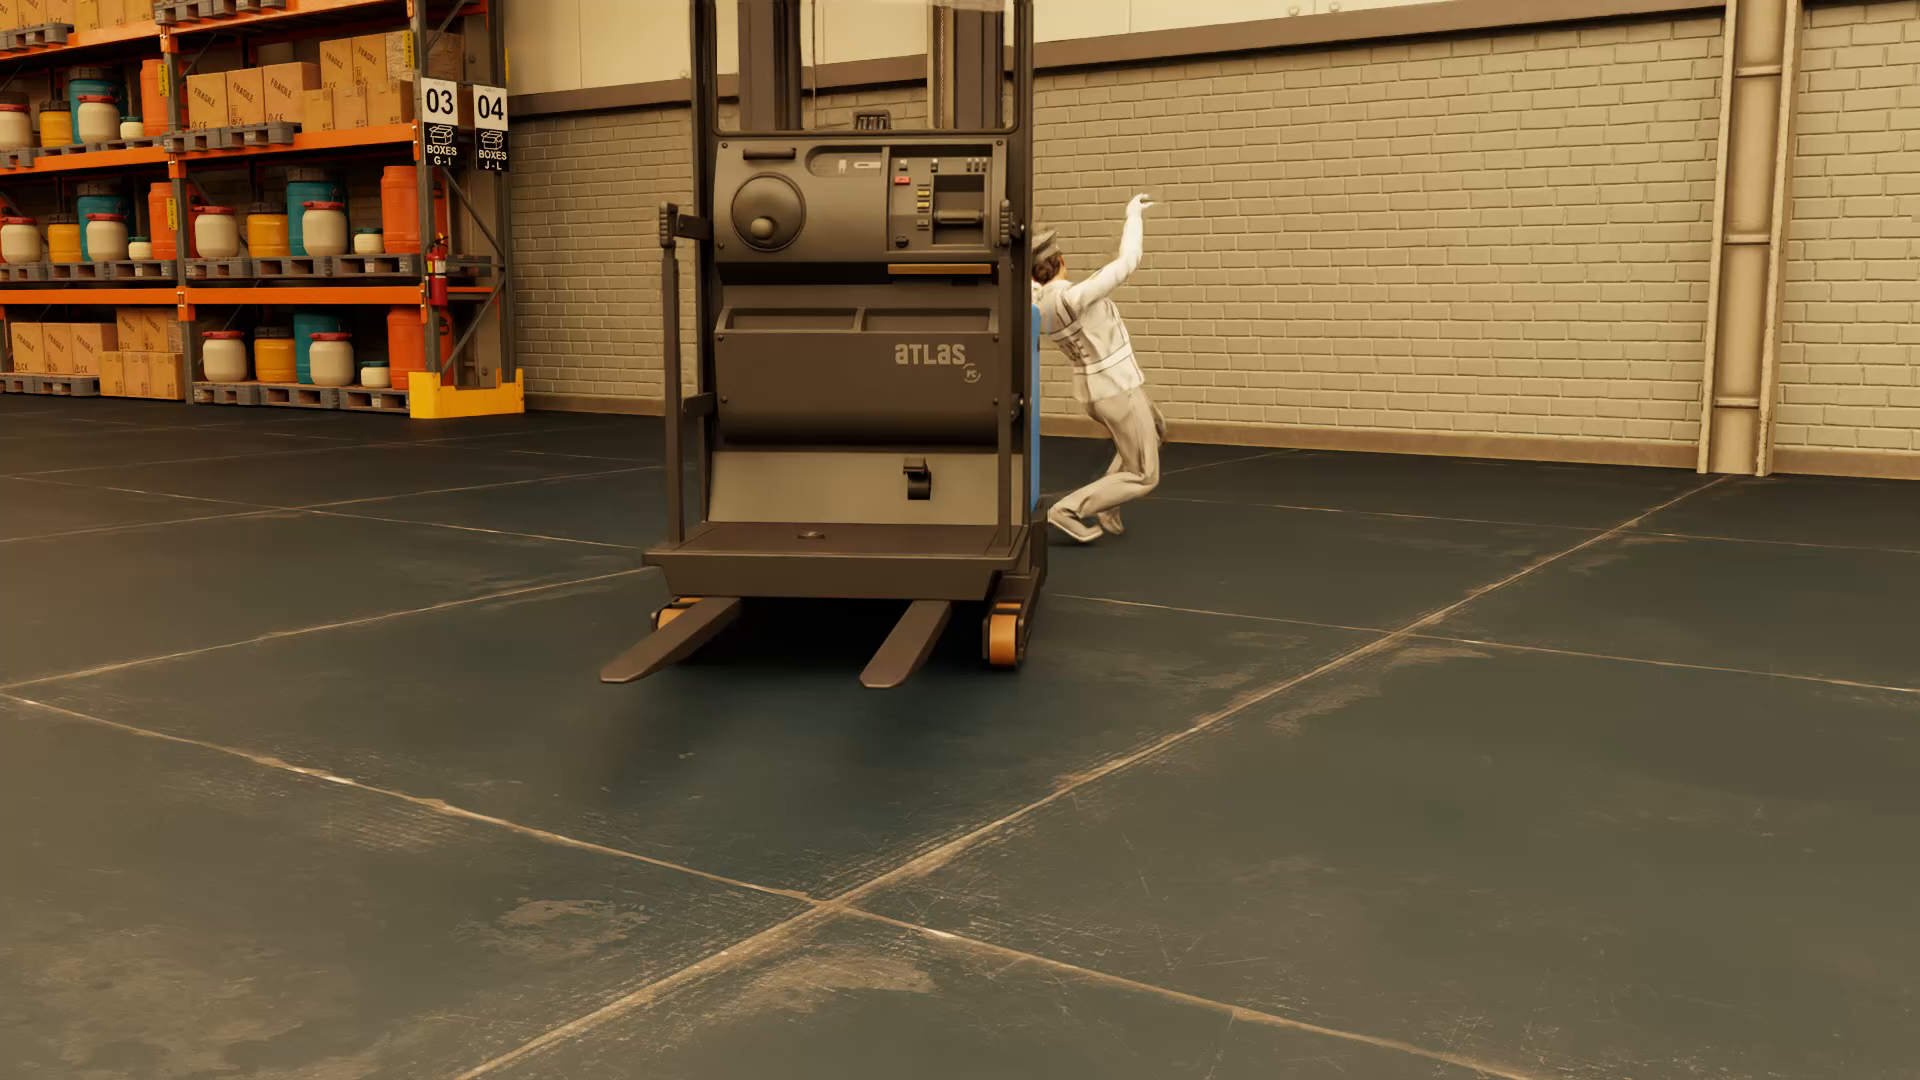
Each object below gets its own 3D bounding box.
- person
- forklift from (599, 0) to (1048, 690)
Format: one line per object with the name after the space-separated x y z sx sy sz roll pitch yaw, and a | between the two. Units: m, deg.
0.580 -0.779 7.654 0.818 1.564 1.005 -2 8 -15 | person
-0.336 -1.119 5.063 1.130 2.935 3.031 1 8 6 | forklift
